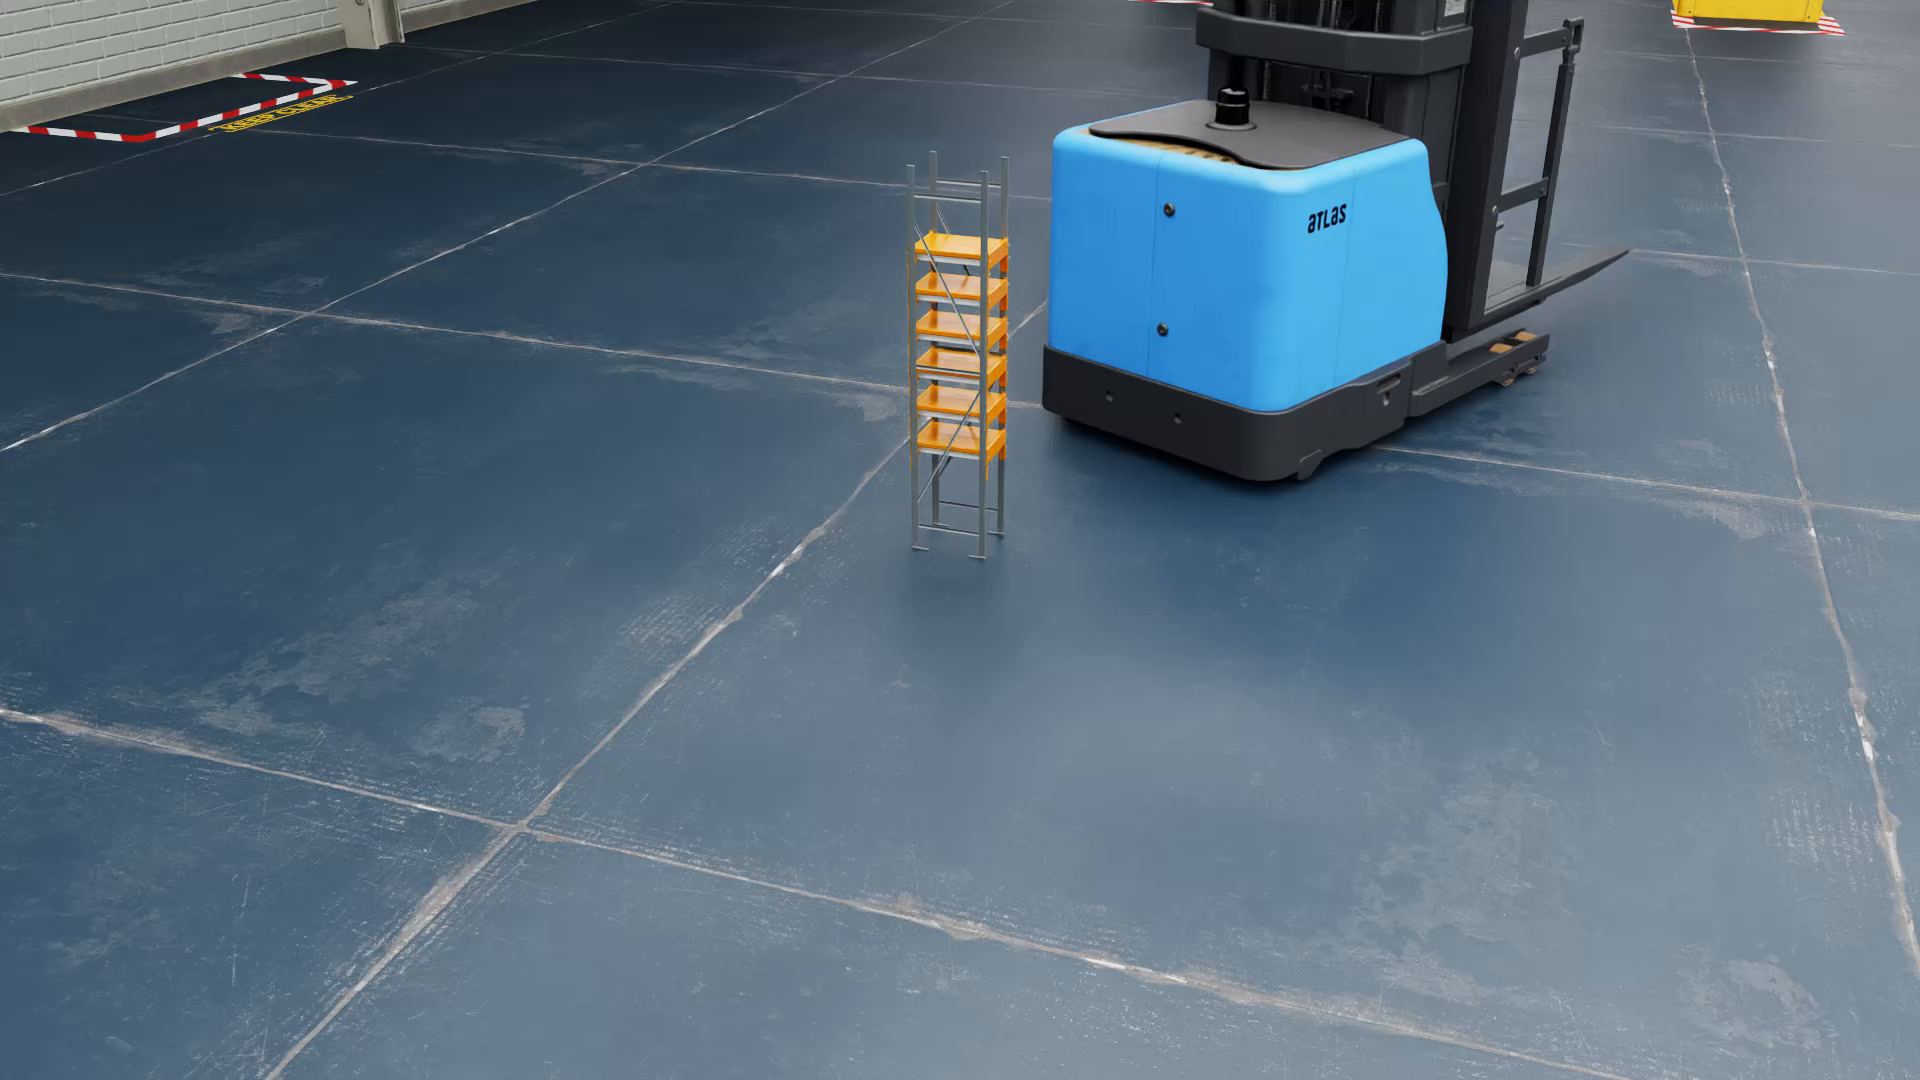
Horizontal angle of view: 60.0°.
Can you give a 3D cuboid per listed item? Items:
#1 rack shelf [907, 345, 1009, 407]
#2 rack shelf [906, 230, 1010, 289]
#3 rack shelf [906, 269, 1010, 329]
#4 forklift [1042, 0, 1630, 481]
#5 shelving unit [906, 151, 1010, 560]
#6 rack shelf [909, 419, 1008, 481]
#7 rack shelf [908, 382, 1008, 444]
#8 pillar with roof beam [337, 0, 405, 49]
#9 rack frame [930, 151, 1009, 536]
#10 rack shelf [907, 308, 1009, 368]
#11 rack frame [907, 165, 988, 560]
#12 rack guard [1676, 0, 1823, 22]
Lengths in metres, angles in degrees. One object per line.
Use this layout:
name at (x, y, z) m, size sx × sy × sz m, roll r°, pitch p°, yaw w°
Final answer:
rack shelf at (-0.005, -0.494, 4.996) m, size 0.258 × 0.103 × 0.180 m, roll 9°, pitch 27°, yaw 17°
rack shelf at (-0.005, -0.818, 4.839) m, size 0.258 × 0.103 × 0.180 m, roll 9°, pitch 27°, yaw 17°
rack shelf at (-0.005, -0.710, 4.891) m, size 0.258 × 0.103 × 0.180 m, roll 9°, pitch 27°, yaw 17°
forklift at (1.695, -2.058, 6.137) m, size 1.130 × 2.935 × 3.031 m, roll 23°, pitch 34°, yaw 39°
shelving unit at (-0.005, -0.534, 4.976) m, size 0.258 × 1.200 × 0.189 m, roll 9°, pitch 27°, yaw 17°
rack shelf at (-0.005, -0.278, 5.100) m, size 0.258 × 0.103 × 0.180 m, roll 9°, pitch 27°, yaw 17°
rack shelf at (-0.005, -0.386, 5.048) m, size 0.258 × 0.103 × 0.180 m, roll 9°, pitch 27°, yaw 17°
pillar with roof beam at (-0.747, -7.496, 10.406) m, size 9.100 × 9.000 × 0.400 m, roll 9°, pitch 27°, yaw 17°
rack frame at (0.026, -0.572, 5.054) m, size 0.240 × 1.200 × 0.006 m, roll 9°, pitch 27°, yaw 17°
rack shelf at (-0.005, -0.602, 4.943) m, size 0.258 × 0.103 × 0.180 m, roll 9°, pitch 27°, yaw 17°
rack frame at (-0.035, -0.496, 4.899) m, size 0.240 × 1.200 × 0.006 m, roll 9°, pitch 27°, yaw 17°
rack guard at (7.096, -4.949, 14.898) m, size 1.175 × 0.500 × 0.348 m, roll 9°, pitch 27°, yaw 17°
